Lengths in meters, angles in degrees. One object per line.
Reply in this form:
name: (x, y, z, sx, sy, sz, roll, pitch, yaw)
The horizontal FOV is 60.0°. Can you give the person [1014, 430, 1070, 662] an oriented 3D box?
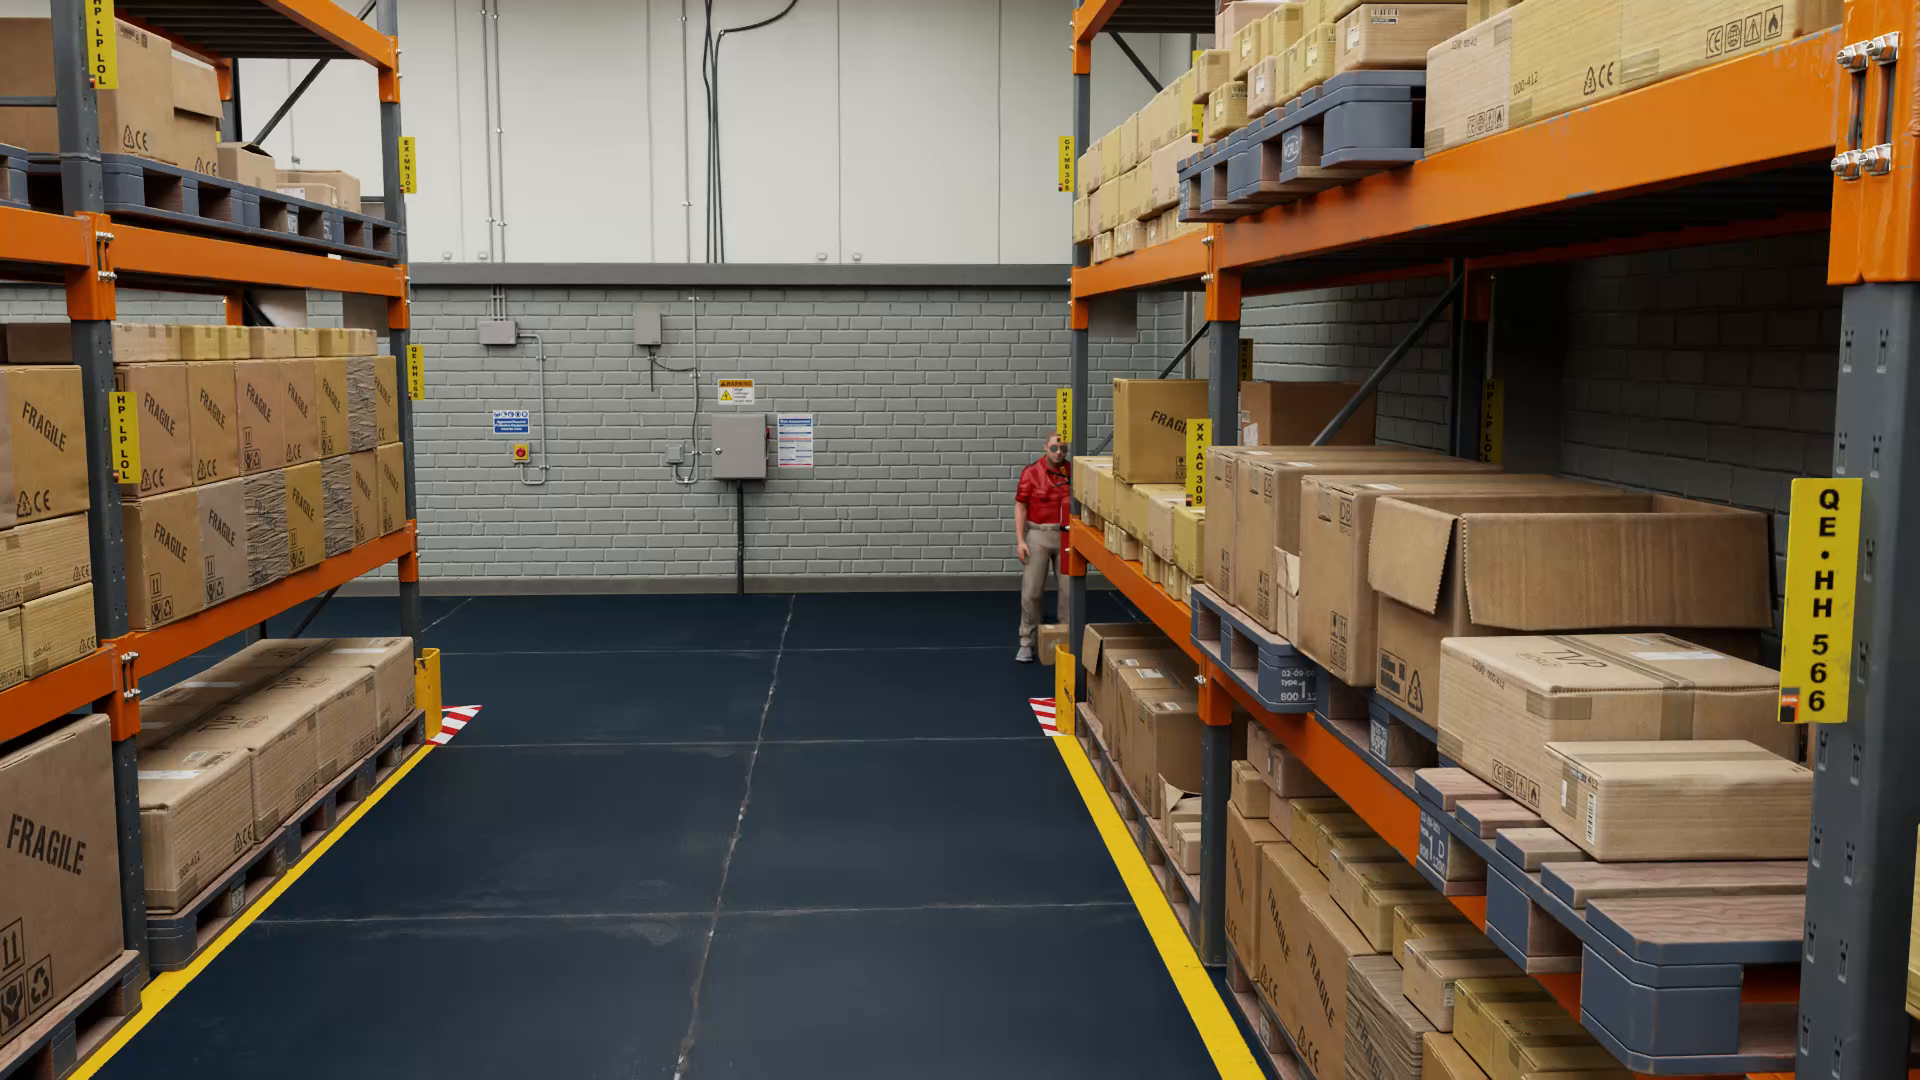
person: (0.692, 0.037, 12.486, 0.574, 1.727, 0.390, -1, 7, -6)
